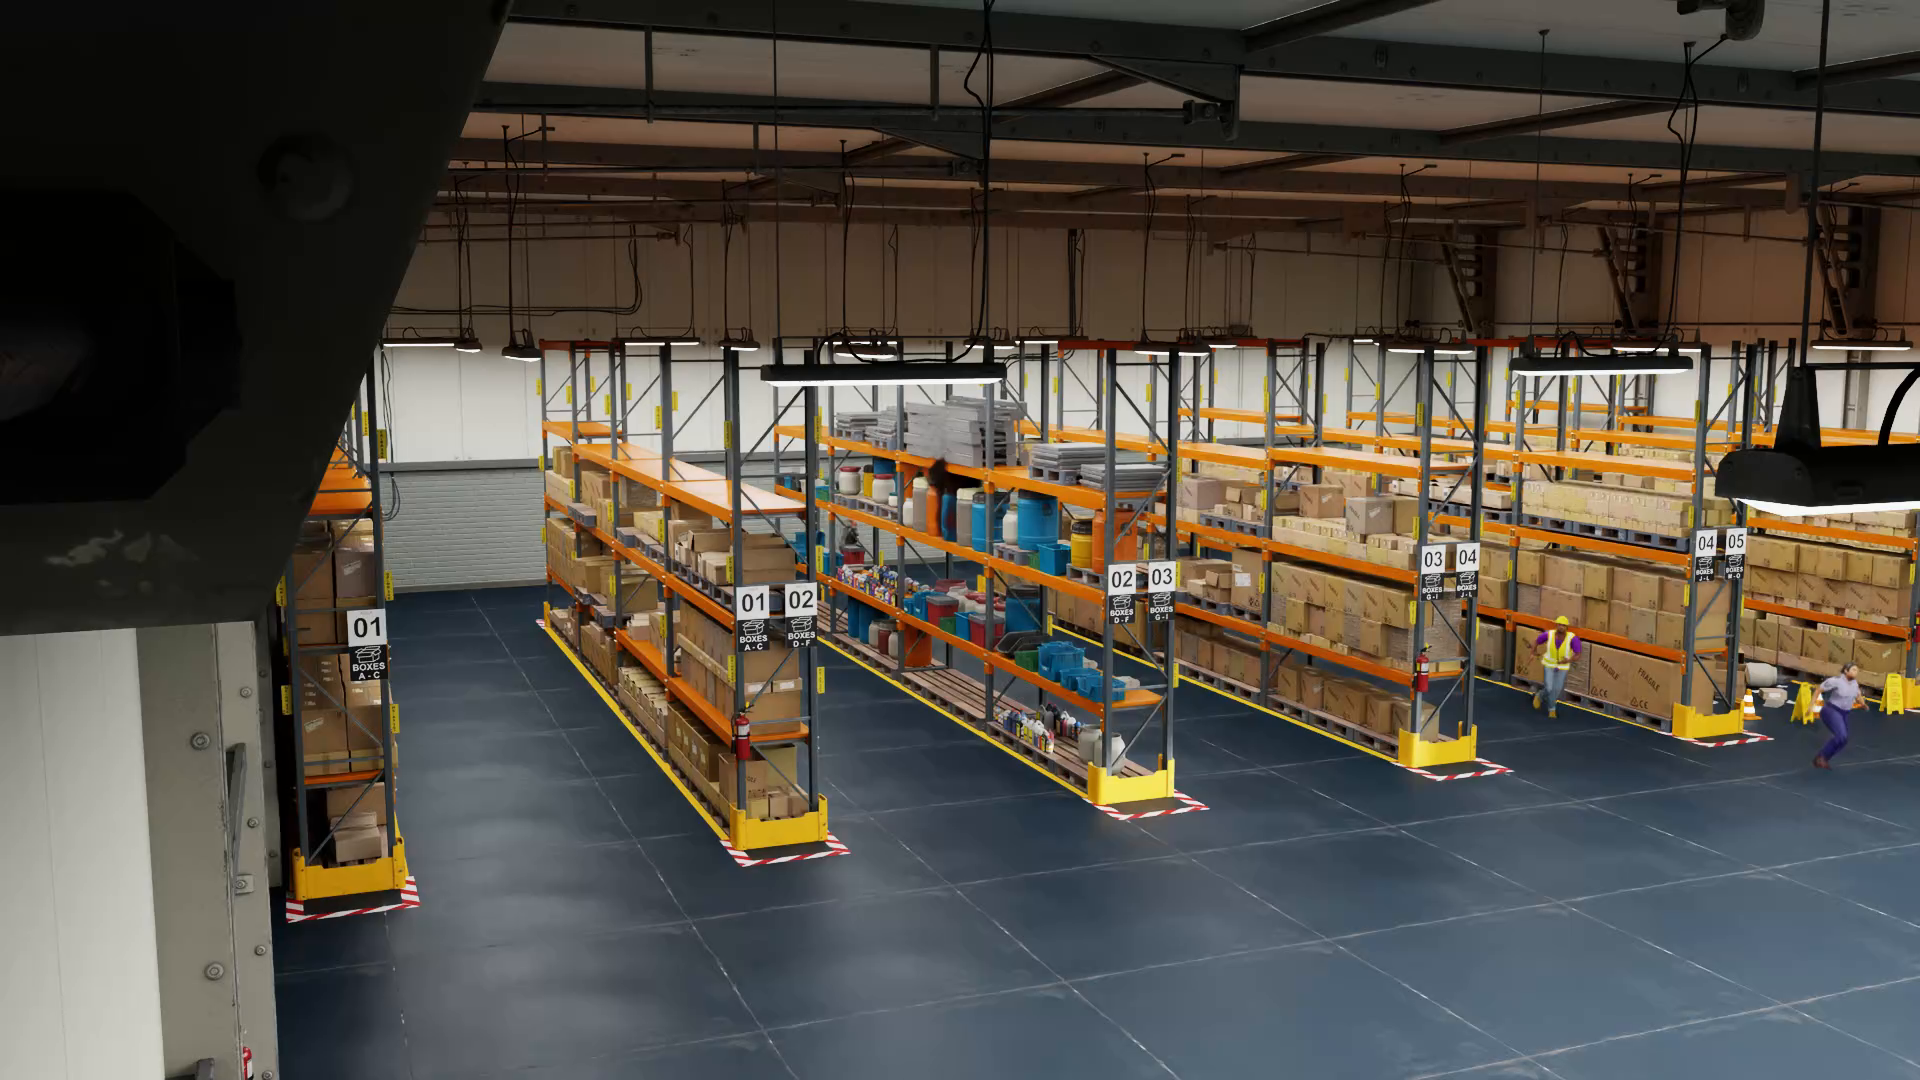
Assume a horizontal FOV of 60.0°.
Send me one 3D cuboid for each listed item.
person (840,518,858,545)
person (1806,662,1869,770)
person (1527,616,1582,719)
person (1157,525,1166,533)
[{"bbox_3d":[-2.806,0.254,40.384,0.733,1.667,0.738,3,8,19],"label":"person"},{"bbox_3d":[12.553,2.523,23.663,0.781,1.580,0.616,-4,9,-30],"label":"person"},{"bbox_3d":[9.581,2.037,26.871,0.813,1.693,0.637,1,8,8],"label":"person"},{"bbox_3d":[5.032,0.194,41.234,0.759,1.599,0.554,-5,9,-36],"label":"person"}]
